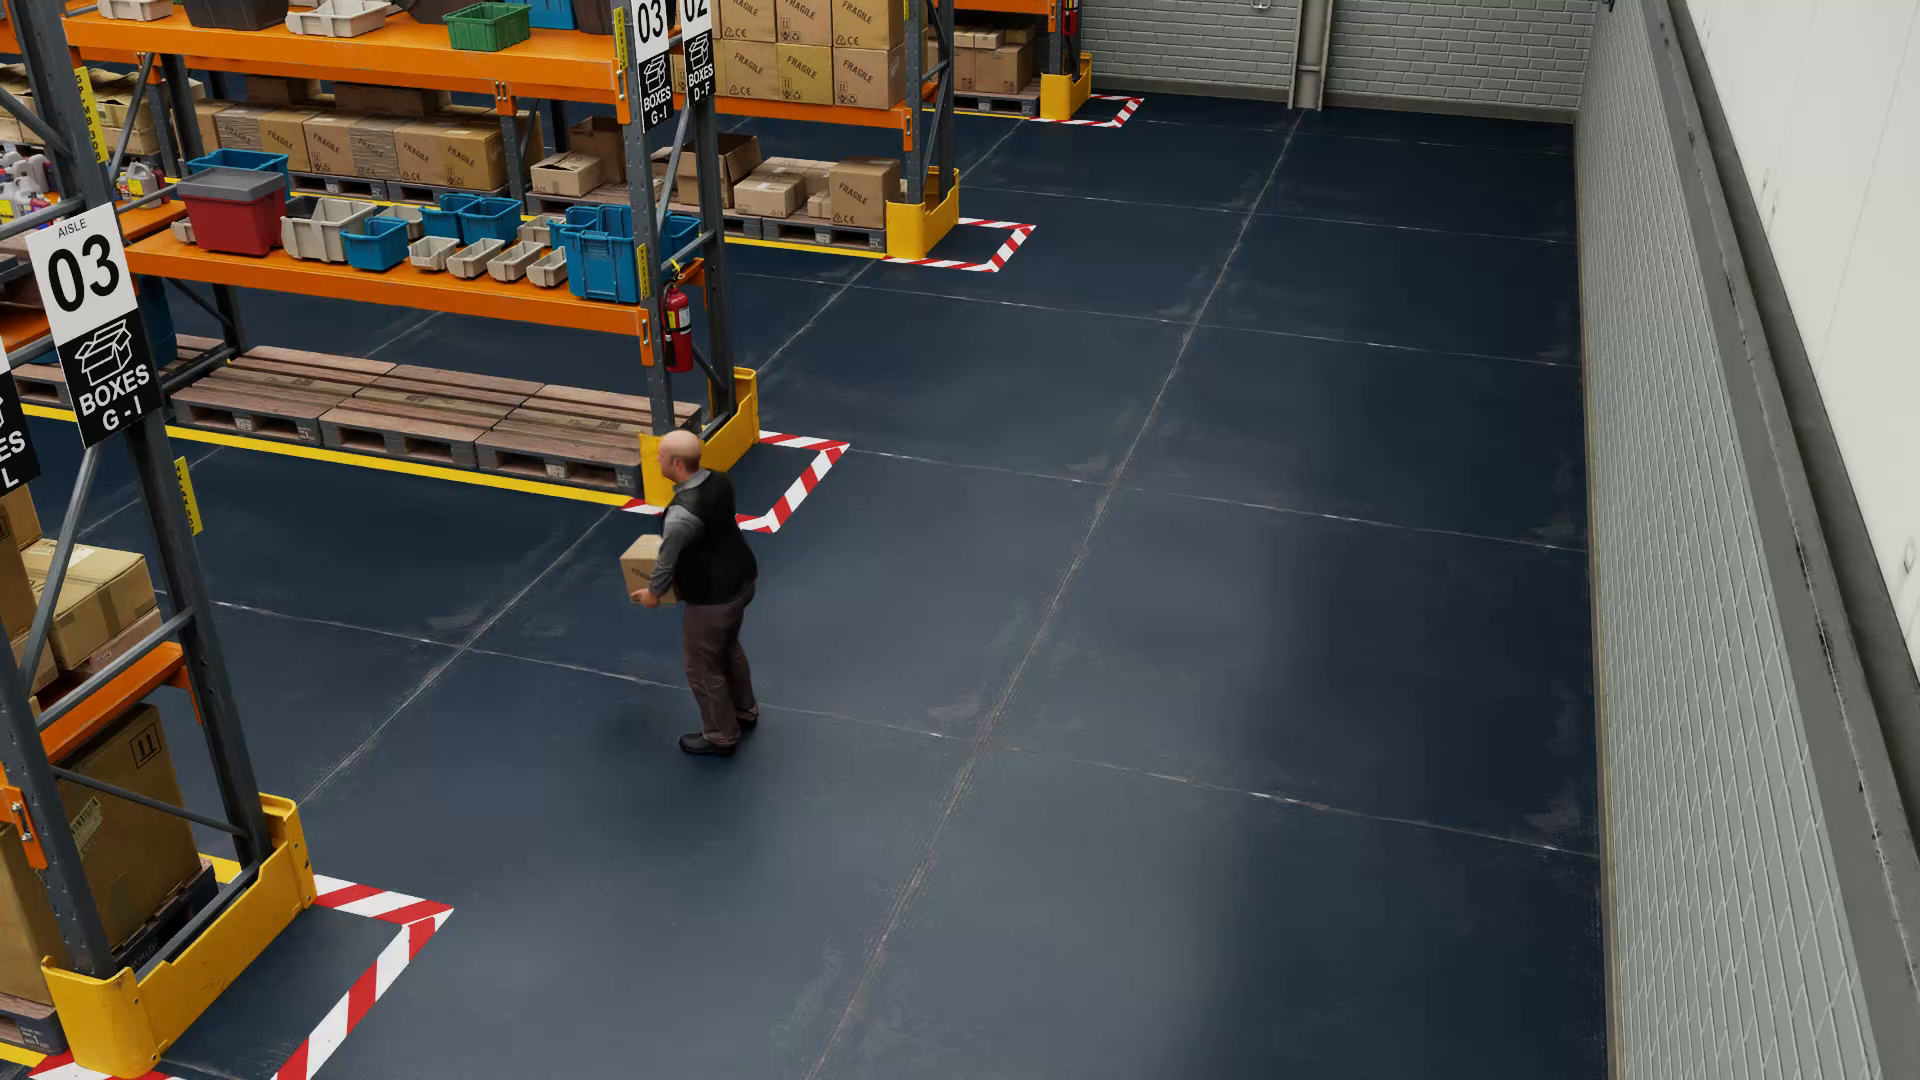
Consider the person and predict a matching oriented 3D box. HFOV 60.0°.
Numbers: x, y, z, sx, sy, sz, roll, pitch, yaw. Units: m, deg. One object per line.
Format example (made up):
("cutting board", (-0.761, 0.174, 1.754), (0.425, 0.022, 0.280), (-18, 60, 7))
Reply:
("person", (-1.290, 0.248, 8.103), (0.577, 1.713, 0.487), (8, 30, 14))
